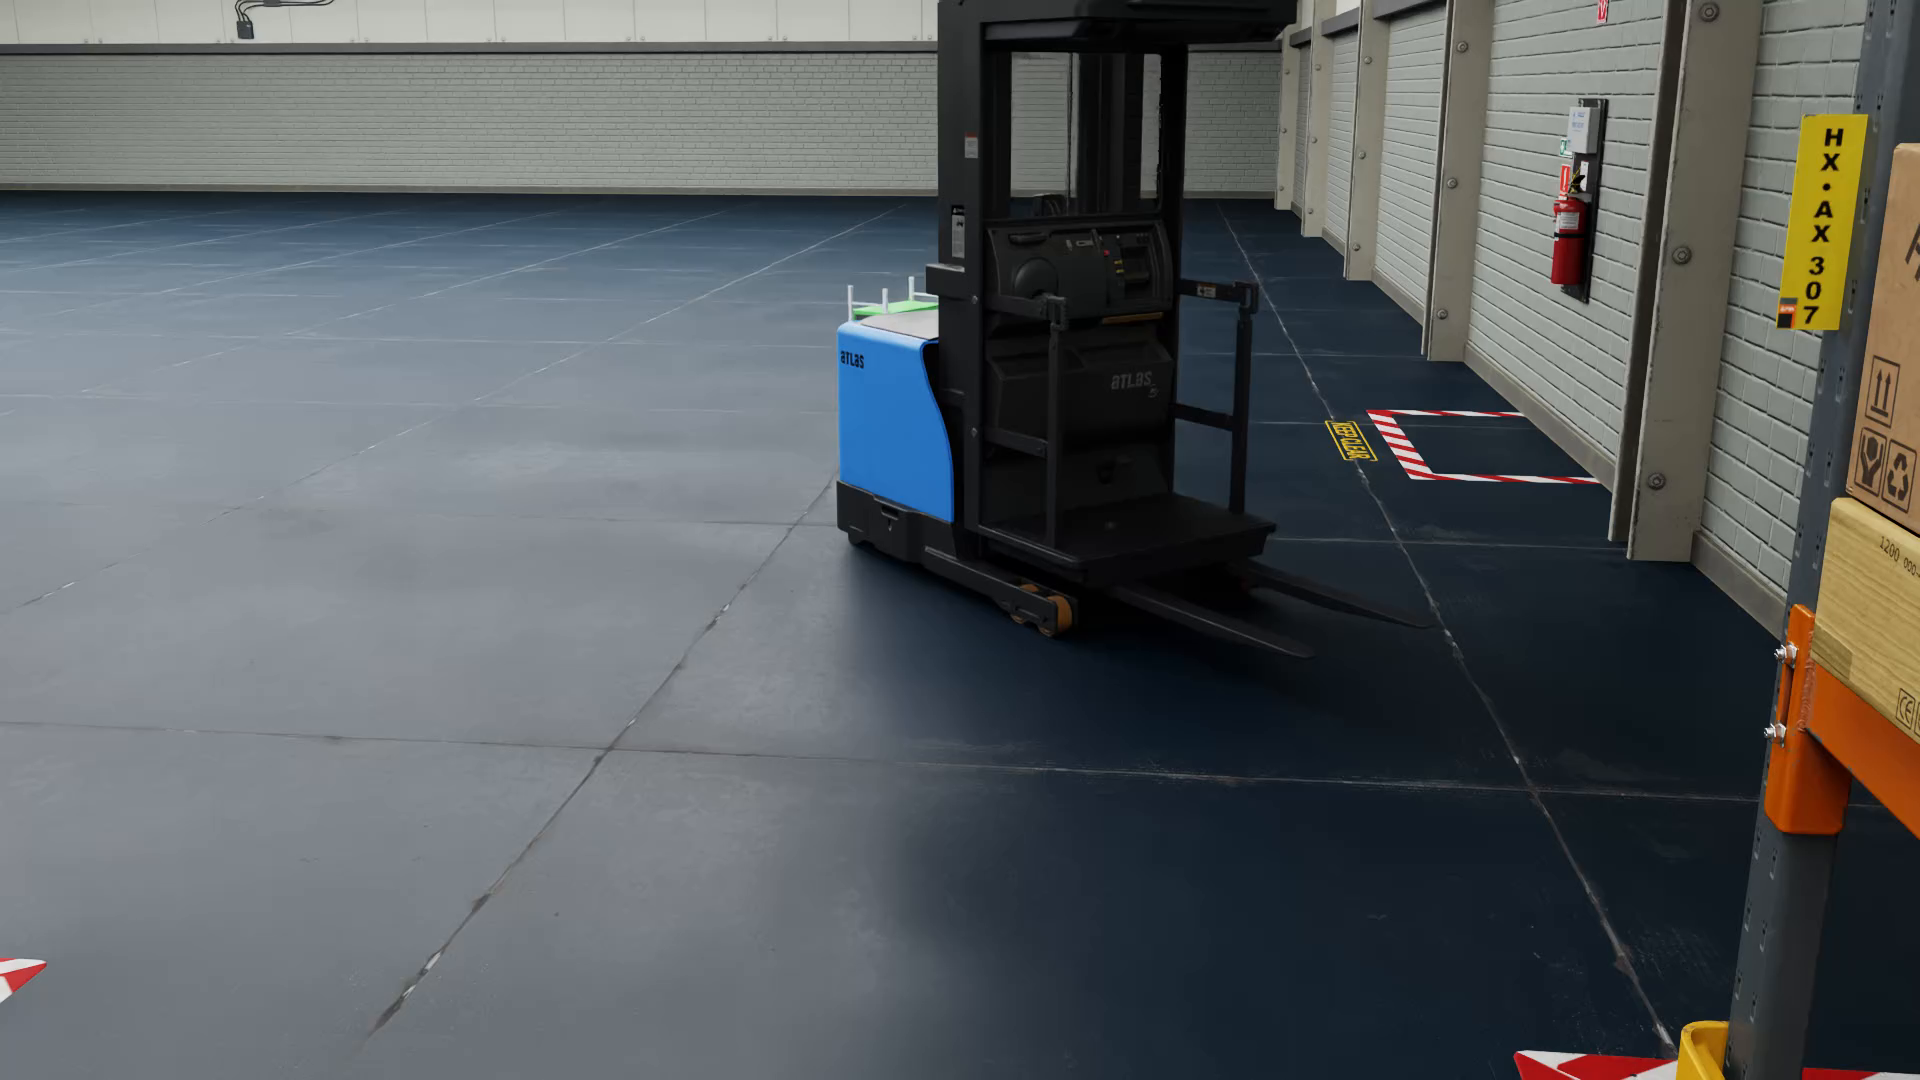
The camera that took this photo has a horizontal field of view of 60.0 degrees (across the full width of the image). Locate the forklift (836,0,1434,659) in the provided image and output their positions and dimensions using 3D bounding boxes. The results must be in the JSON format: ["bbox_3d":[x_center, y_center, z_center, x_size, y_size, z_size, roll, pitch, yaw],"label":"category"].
[{"bbox_3d":[0.638,-1.166,6.859,1.130,2.935,3.031,-10,18,-32],"label":"forklift"}]

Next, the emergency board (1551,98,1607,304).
[{"bbox_3d":[3.639,-2.041,9.964,0.194,1.169,0.643,2,15,6],"label":"emergency board"}]

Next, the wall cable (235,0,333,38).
[{"bbox_3d":[-14.191,-13.533,34.454,2.305,6.003,0.169,2,15,6],"label":"wall cable"}]

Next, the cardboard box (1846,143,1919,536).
[{"bbox_3d":[1.513,-0.236,2.102,0.500,0.500,0.500,2,15,6],"label":"cardboard box"}]

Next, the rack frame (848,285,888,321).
[{"bbox_3d":[-0.452,-0.659,8.302,0.240,1.200,0.015,11,19,35],"label":"rack frame"}]

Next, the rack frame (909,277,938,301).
[{"bbox_3d":[-0.162,-0.762,8.681,0.240,1.200,0.015,11,19,35],"label":"rack frame"}]

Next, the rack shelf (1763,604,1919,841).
[{"bbox_3d":[1.639,0.814,0.784,1.077,0.370,4.000,2,15,6],"label":"rack shelf"}]

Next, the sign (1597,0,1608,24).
[{"bbox_3d":[3.739,-3.159,9.658,0.001,0.298,0.199,2,15,6],"label":"sign"}]

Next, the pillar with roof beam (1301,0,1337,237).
[{"bbox_3d":[1.076,-9.092,24.548,9.100,9.000,0.400,2,15,6],"label":"pillar with roof beam"}]

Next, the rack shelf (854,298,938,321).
[{"bbox_3d":[-0.307,-1.112,8.383,0.258,0.148,0.480,11,19,35],"label":"rack shelf"}]

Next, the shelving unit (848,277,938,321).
[{"bbox_3d":[-0.307,-0.711,8.491,0.258,1.200,0.503,11,19,35],"label":"shelving unit"}]

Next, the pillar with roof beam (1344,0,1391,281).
[{"bbox_3d":[0.399,-7.536,18.793,9.100,9.000,0.400,2,15,6],"label":"pillar with roof beam"}]

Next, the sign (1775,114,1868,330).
[{"bbox_3d":[1.326,-0.486,2.554,0.100,0.325,0.005,2,15,6],"label":"sign"}]

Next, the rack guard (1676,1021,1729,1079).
[{"bbox_3d":[1.857,1.174,2.862,1.175,0.500,0.348,2,15,6],"label":"rack guard"}]

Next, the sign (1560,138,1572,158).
[{"bbox_3d":[3.795,-2.454,10.406,0.001,0.109,0.331,2,15,6],"label":"sign"}]

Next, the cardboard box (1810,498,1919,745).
[{"bbox_3d":[1.495,0.128,2.192,0.500,0.250,0.500,1,15,5],"label":"cardboard box"}]

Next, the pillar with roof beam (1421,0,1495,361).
[{"bbox_3d":[-0.278,-5.980,13.038,9.100,9.000,0.400,2,15,6],"label":"pillar with roof beam"}]

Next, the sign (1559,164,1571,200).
[{"bbox_3d":[3.804,-2.199,10.478,0.001,0.329,0.234,2,15,6],"label":"sign"}]

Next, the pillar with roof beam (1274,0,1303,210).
[{"bbox_3d":[1.753,-10.649,30.303,9.100,9.000,0.400,2,15,6],"label":"pillar with roof beam"}]

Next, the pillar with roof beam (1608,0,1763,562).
[{"bbox_3d":[-0.955,-4.424,7.283,9.100,9.000,0.400,2,15,6],"label":"pillar with roof beam"}]
